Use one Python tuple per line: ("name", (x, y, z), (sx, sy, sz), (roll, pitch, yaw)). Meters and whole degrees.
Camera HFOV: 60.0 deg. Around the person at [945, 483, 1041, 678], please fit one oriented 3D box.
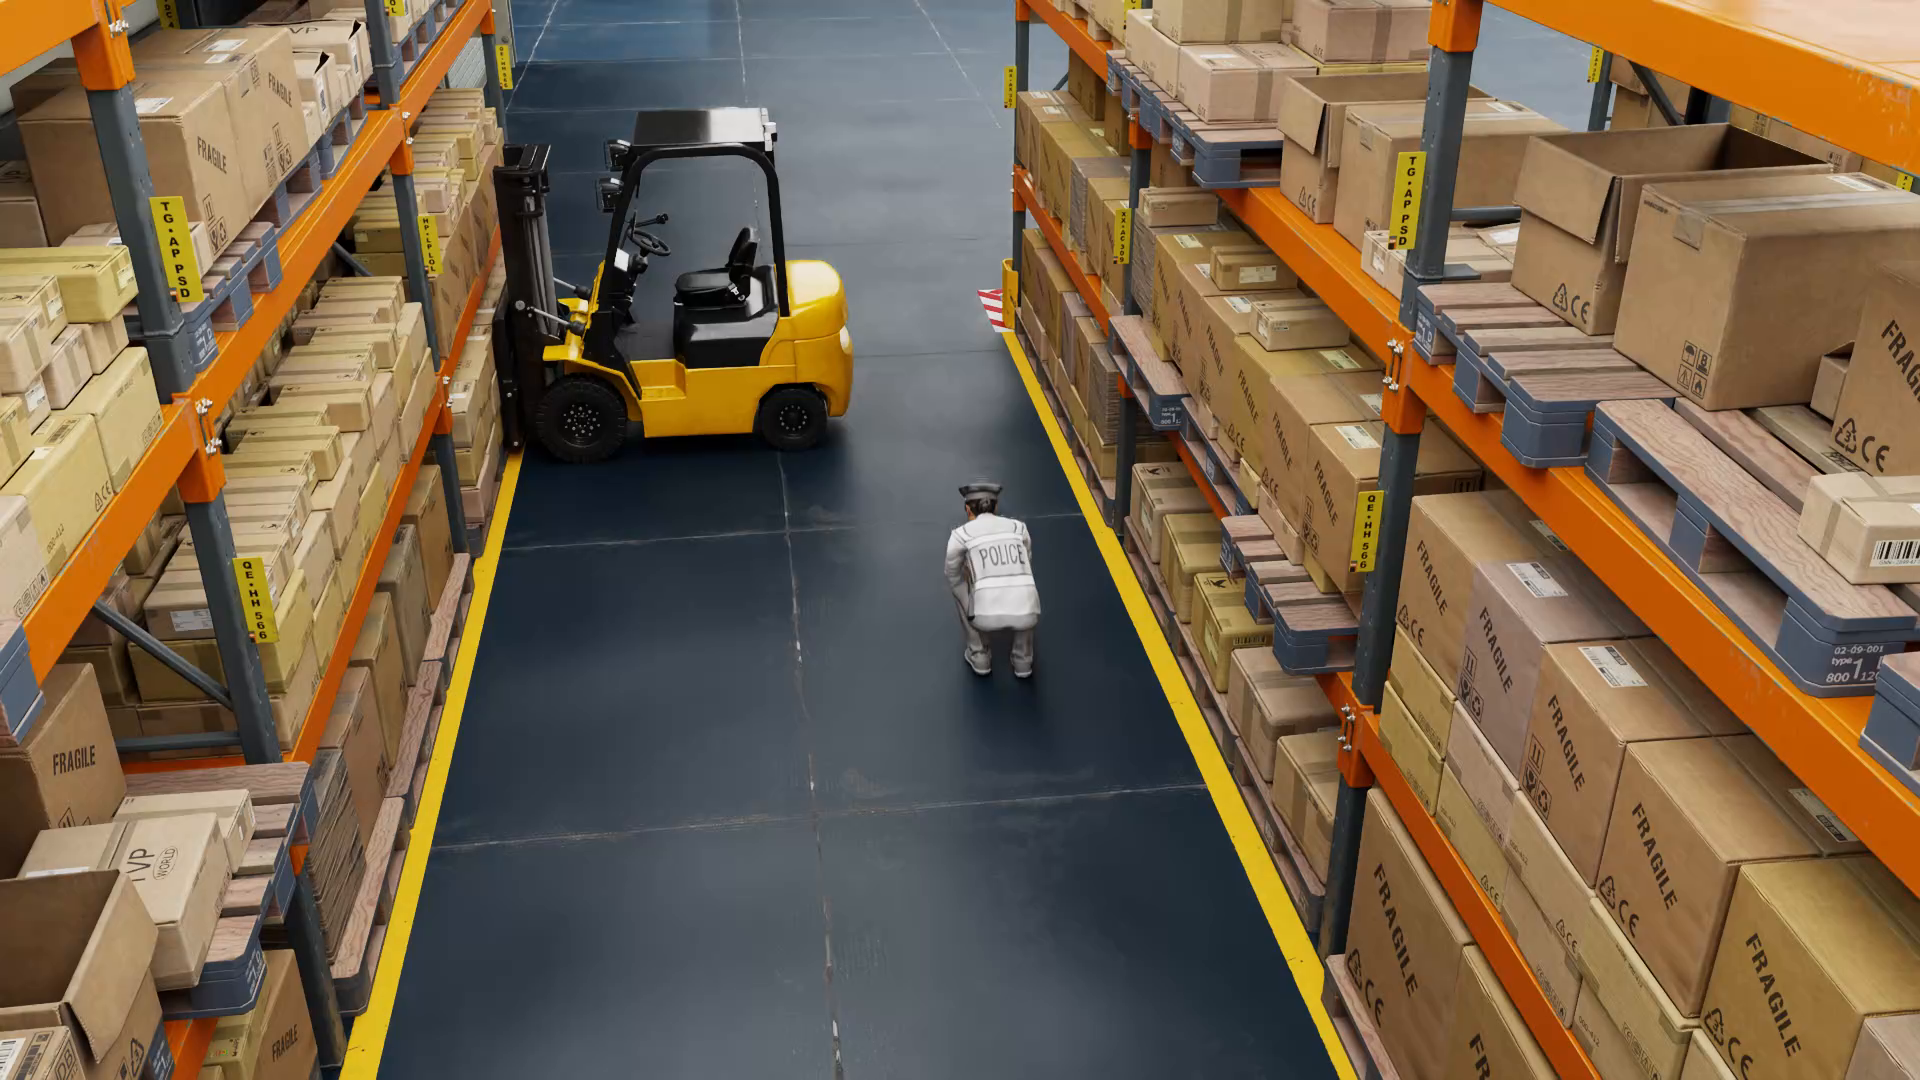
("person", (0.179, 0.216, 8.970), (0.493, 0.967, 0.831), (-3, 27, -5))
